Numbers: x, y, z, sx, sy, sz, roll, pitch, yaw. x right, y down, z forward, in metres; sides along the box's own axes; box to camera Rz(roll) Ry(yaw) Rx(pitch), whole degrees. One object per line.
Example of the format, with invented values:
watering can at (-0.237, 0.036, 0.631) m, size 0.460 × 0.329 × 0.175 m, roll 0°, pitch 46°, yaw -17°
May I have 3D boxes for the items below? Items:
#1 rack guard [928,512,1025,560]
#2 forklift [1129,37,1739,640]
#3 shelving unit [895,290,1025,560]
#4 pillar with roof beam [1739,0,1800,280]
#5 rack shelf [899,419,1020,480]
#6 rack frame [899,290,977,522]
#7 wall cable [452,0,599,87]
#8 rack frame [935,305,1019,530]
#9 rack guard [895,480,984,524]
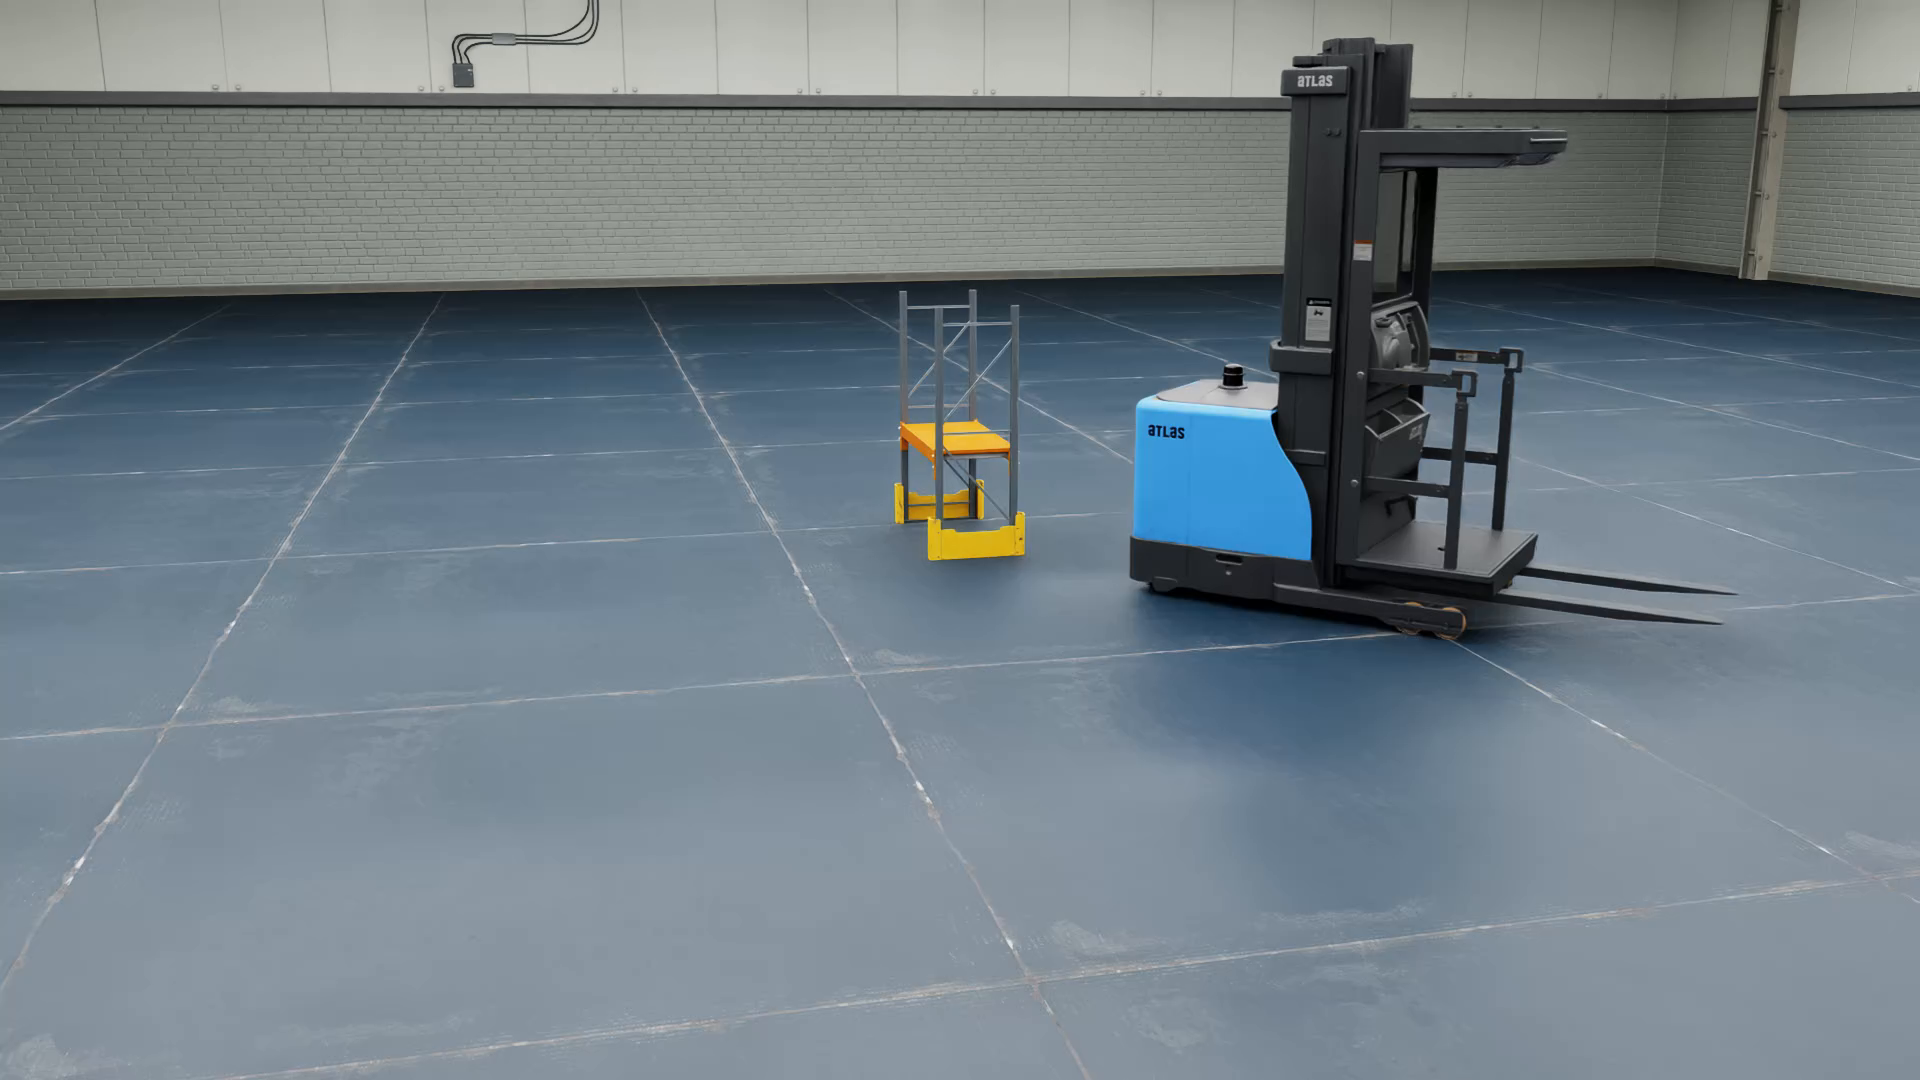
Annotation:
rack guard at (0.099, -0.024, 9.999) m, size 0.587 × 0.250 × 0.087 m, roll -3°, pitch 14°, yaw -13°
forklift at (2.476, -1.063, 8.602) m, size 3.031 × 2.935 × 1.130 m, roll 8°, pitch 16°, yaw 30°
shelving unit at (-0.018, -0.746, 10.321) m, size 0.587 × 1.500 × 1.083 m, roll -3°, pitch 14°, yaw -13°
pillar with roof beam at (9.749, -8.718, 27.150) m, size 9.100 × 9.000 × 0.400 m, roll -3°, pitch 14°, yaw -13°
rack shelf at (-0.020, -0.574, 10.372) m, size 0.538 × 0.185 × 1.000 m, roll -3°, pitch 14°, yaw -13°
rack frame at (-0.139, -0.866, 10.810) m, size 0.500 × 1.500 × 0.032 m, roll -3°, pitch 14°, yaw -13°
wall cable at (-6.860, -10.133, 25.777) m, size 2.305 × 6.003 × 0.169 m, roll -3°, pitch 14°, yaw -13°
rack frame at (0.099, -0.631, 9.850) m, size 0.500 × 1.500 × 0.032 m, roll -3°, pitch 14°, yaw -13°
rack guard at (-0.135, -0.254, 10.940) m, size 0.587 × 0.250 × 0.087 m, roll -3°, pitch 14°, yaw -13°
